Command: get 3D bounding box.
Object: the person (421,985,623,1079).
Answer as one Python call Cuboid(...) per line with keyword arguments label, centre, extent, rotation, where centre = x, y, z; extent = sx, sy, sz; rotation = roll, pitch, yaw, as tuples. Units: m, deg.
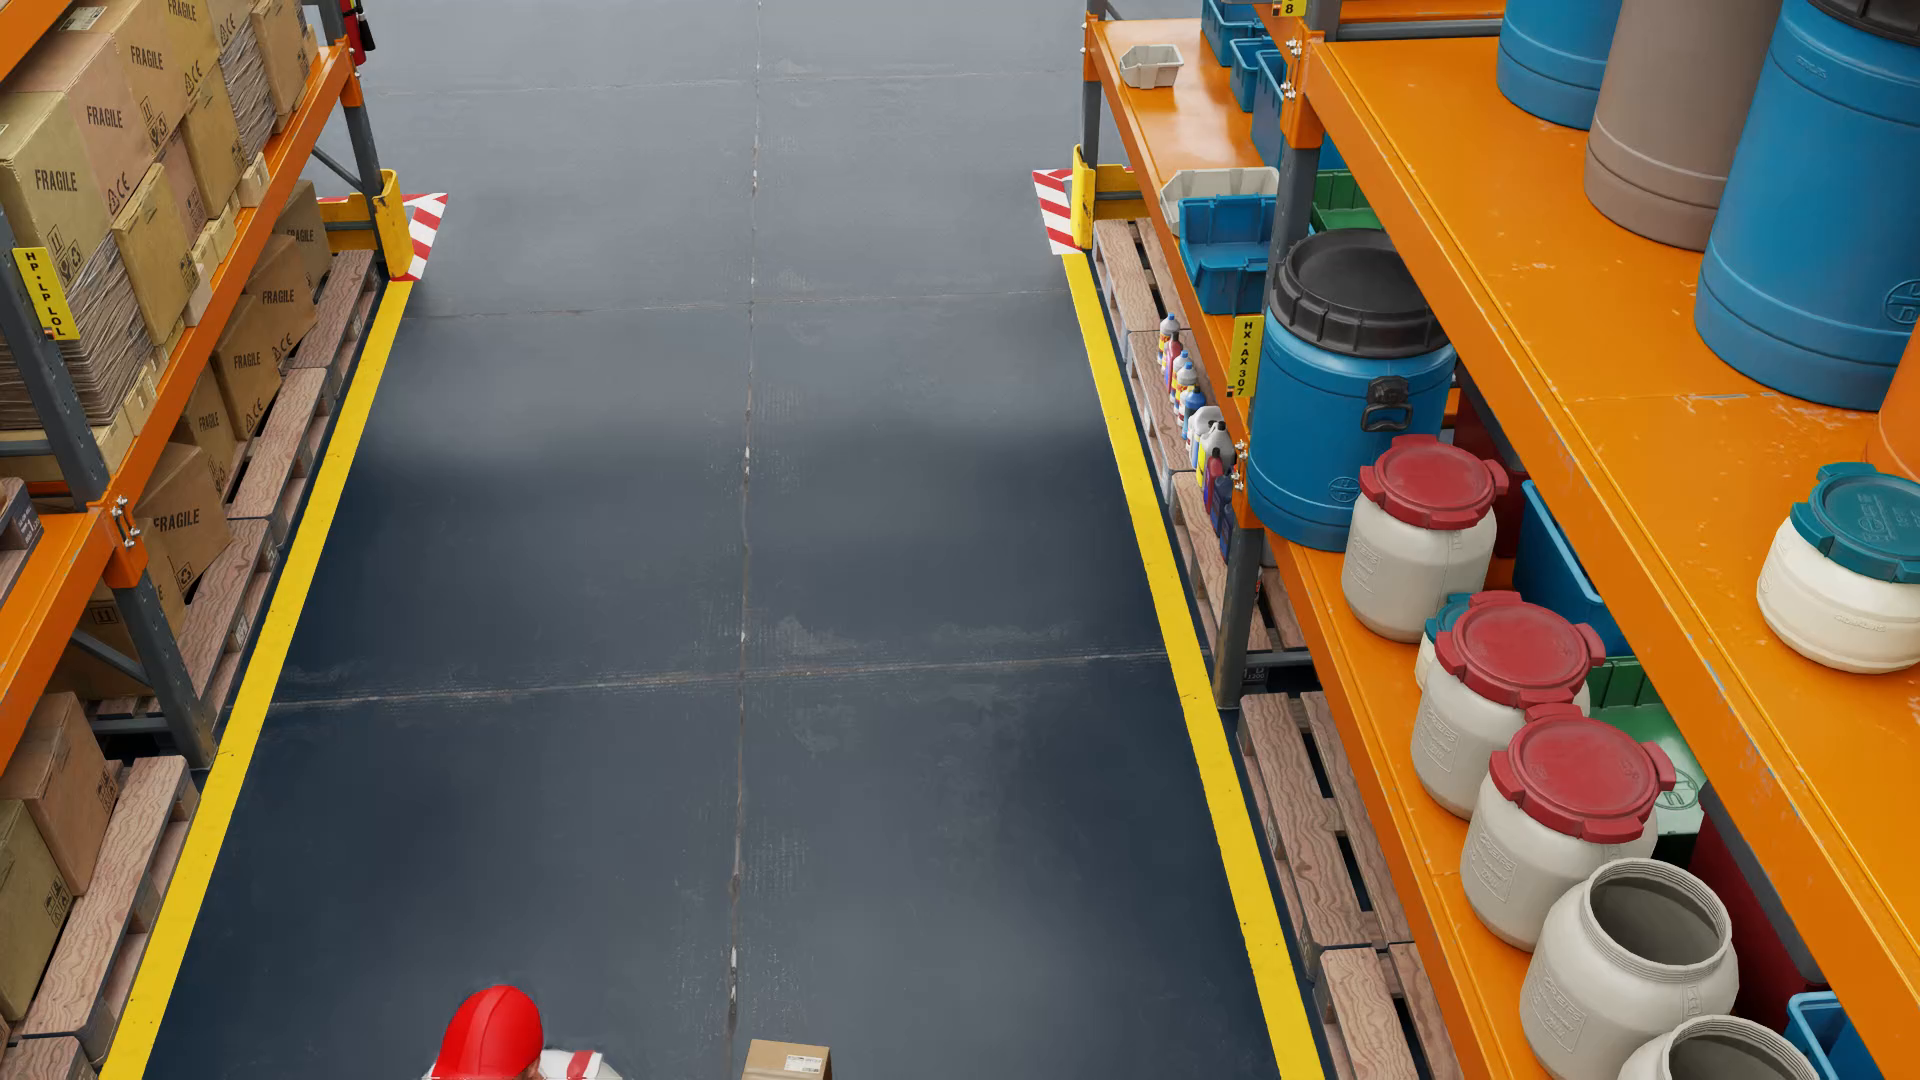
Cuboid(label="person", centre=(-0.993, 1.718, 3.991), extent=(0.598, 1.835, 0.541), rotation=(3, 39, 3))
